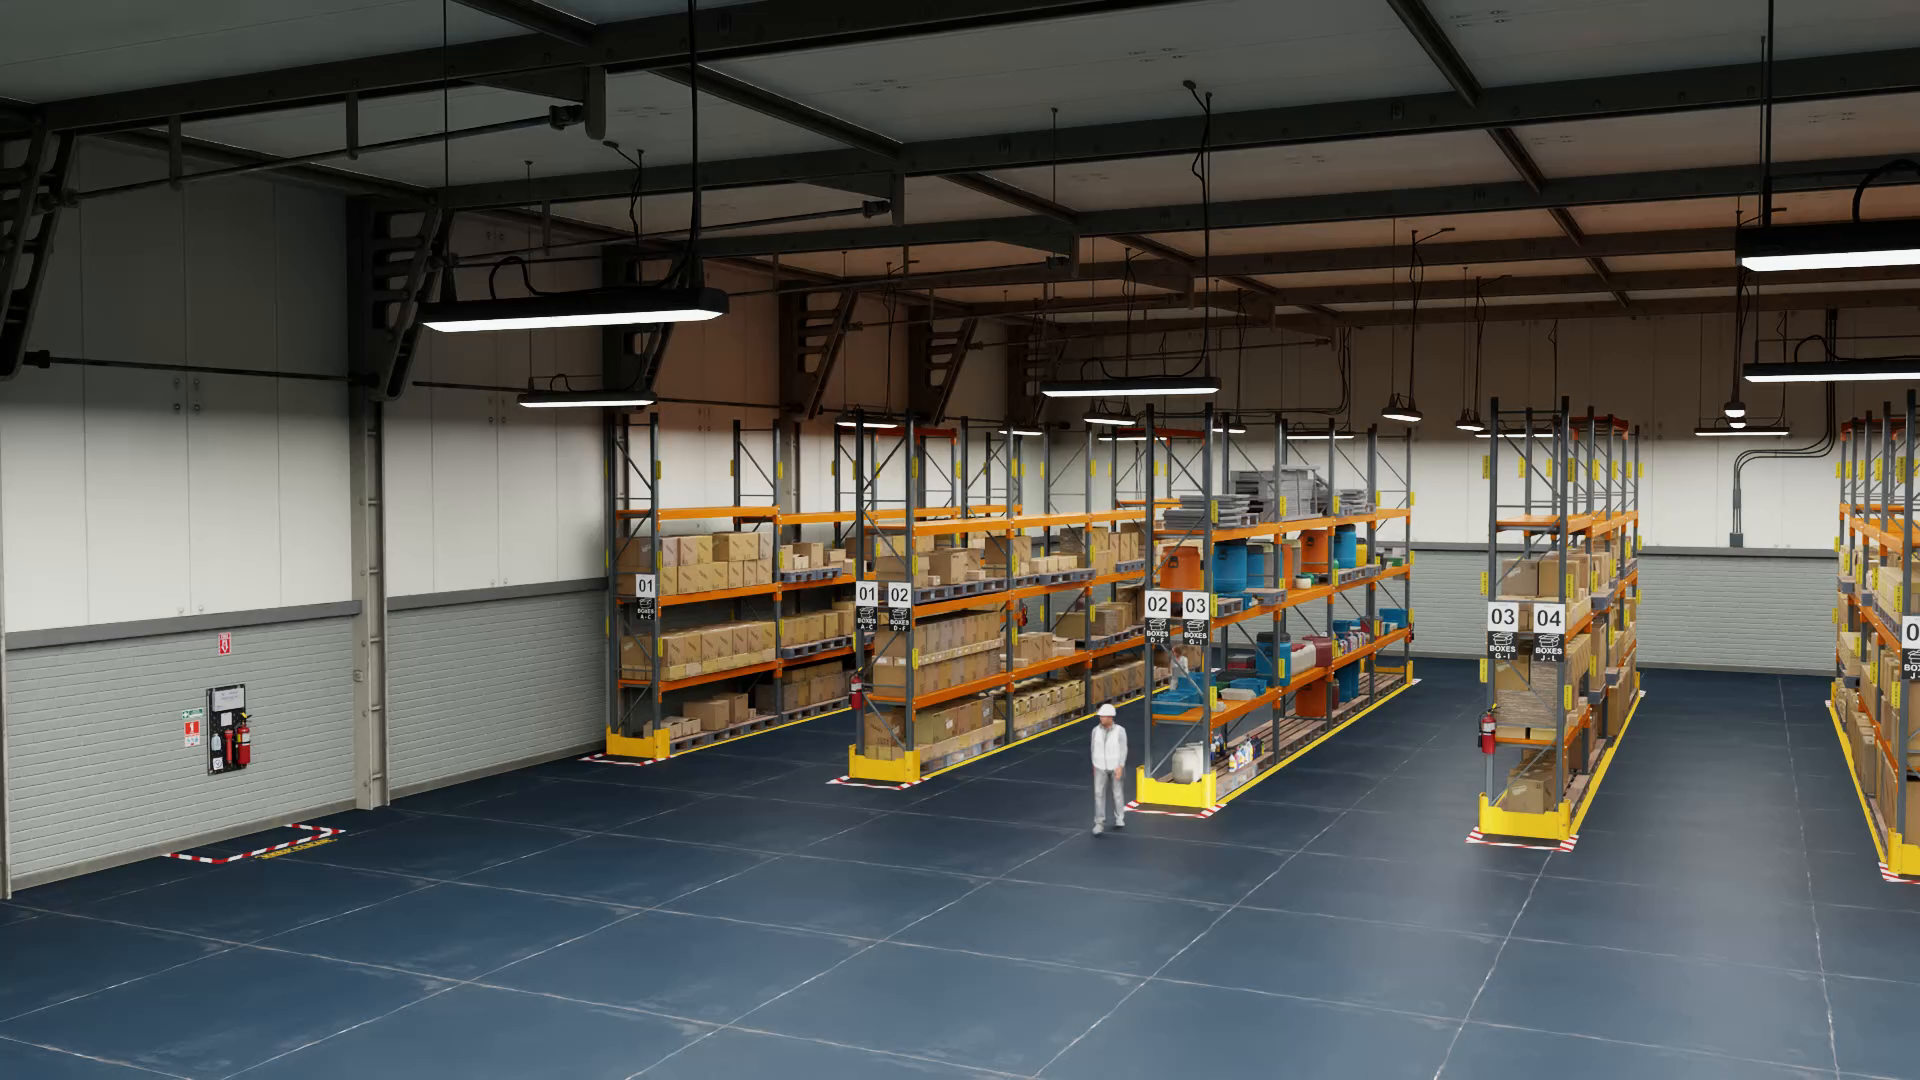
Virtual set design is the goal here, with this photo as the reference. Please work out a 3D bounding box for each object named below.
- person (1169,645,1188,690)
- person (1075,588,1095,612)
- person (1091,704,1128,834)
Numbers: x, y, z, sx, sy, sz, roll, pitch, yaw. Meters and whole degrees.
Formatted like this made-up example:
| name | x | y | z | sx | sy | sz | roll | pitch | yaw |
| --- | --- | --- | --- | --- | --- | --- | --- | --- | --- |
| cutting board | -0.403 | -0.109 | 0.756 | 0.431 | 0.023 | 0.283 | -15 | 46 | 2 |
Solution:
| name | x | y | z | sx | sy | sz | roll | pitch | yaw |
| --- | --- | --- | --- | --- | --- | --- | --- | --- | --- |
| person | 4.397 | 2.849 | 33.326 | 0.407 | 1.477 | 0.904 | 1 | 3 | 30 |
| person | 3.477 | 2.190 | 46.028 | 0.544 | 1.742 | 1.063 | -2 | 3 | -38 |
| person | 2.046 | 3.140 | 22.990 | 0.568 | 1.731 | 0.957 | 1 | 3 | 20 |
